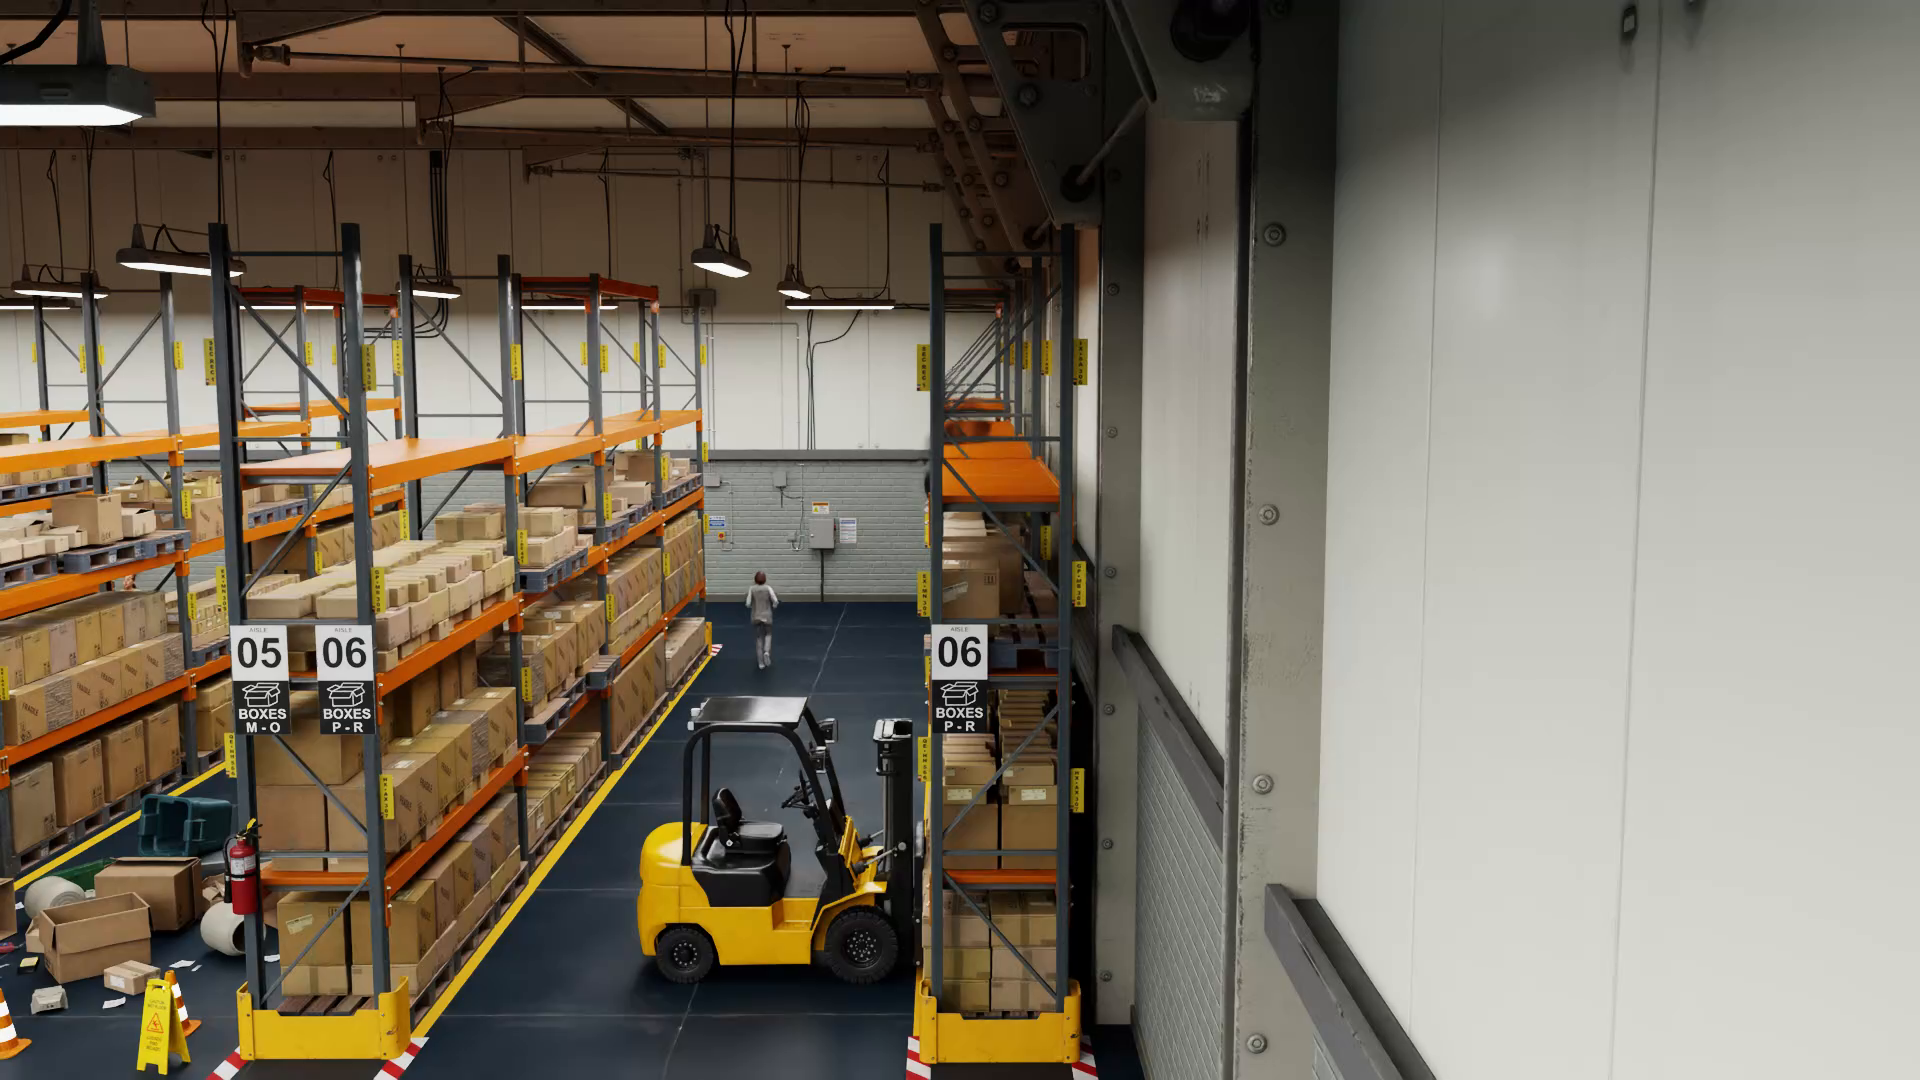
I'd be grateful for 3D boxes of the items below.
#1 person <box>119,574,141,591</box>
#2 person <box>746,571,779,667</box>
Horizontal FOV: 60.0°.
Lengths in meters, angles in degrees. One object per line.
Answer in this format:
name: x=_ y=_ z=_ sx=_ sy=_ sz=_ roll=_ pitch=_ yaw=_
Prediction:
person: x=-12.871 y=1.321 z=25.812 sx=0.585 sy=1.645 sz=0.939 roll=-1 pitch=7 yaw=-6
person: x=-3.178 y=1.260 z=26.776 sx=0.527 sy=1.559 sz=0.550 roll=-1 pitch=7 yaw=-5
